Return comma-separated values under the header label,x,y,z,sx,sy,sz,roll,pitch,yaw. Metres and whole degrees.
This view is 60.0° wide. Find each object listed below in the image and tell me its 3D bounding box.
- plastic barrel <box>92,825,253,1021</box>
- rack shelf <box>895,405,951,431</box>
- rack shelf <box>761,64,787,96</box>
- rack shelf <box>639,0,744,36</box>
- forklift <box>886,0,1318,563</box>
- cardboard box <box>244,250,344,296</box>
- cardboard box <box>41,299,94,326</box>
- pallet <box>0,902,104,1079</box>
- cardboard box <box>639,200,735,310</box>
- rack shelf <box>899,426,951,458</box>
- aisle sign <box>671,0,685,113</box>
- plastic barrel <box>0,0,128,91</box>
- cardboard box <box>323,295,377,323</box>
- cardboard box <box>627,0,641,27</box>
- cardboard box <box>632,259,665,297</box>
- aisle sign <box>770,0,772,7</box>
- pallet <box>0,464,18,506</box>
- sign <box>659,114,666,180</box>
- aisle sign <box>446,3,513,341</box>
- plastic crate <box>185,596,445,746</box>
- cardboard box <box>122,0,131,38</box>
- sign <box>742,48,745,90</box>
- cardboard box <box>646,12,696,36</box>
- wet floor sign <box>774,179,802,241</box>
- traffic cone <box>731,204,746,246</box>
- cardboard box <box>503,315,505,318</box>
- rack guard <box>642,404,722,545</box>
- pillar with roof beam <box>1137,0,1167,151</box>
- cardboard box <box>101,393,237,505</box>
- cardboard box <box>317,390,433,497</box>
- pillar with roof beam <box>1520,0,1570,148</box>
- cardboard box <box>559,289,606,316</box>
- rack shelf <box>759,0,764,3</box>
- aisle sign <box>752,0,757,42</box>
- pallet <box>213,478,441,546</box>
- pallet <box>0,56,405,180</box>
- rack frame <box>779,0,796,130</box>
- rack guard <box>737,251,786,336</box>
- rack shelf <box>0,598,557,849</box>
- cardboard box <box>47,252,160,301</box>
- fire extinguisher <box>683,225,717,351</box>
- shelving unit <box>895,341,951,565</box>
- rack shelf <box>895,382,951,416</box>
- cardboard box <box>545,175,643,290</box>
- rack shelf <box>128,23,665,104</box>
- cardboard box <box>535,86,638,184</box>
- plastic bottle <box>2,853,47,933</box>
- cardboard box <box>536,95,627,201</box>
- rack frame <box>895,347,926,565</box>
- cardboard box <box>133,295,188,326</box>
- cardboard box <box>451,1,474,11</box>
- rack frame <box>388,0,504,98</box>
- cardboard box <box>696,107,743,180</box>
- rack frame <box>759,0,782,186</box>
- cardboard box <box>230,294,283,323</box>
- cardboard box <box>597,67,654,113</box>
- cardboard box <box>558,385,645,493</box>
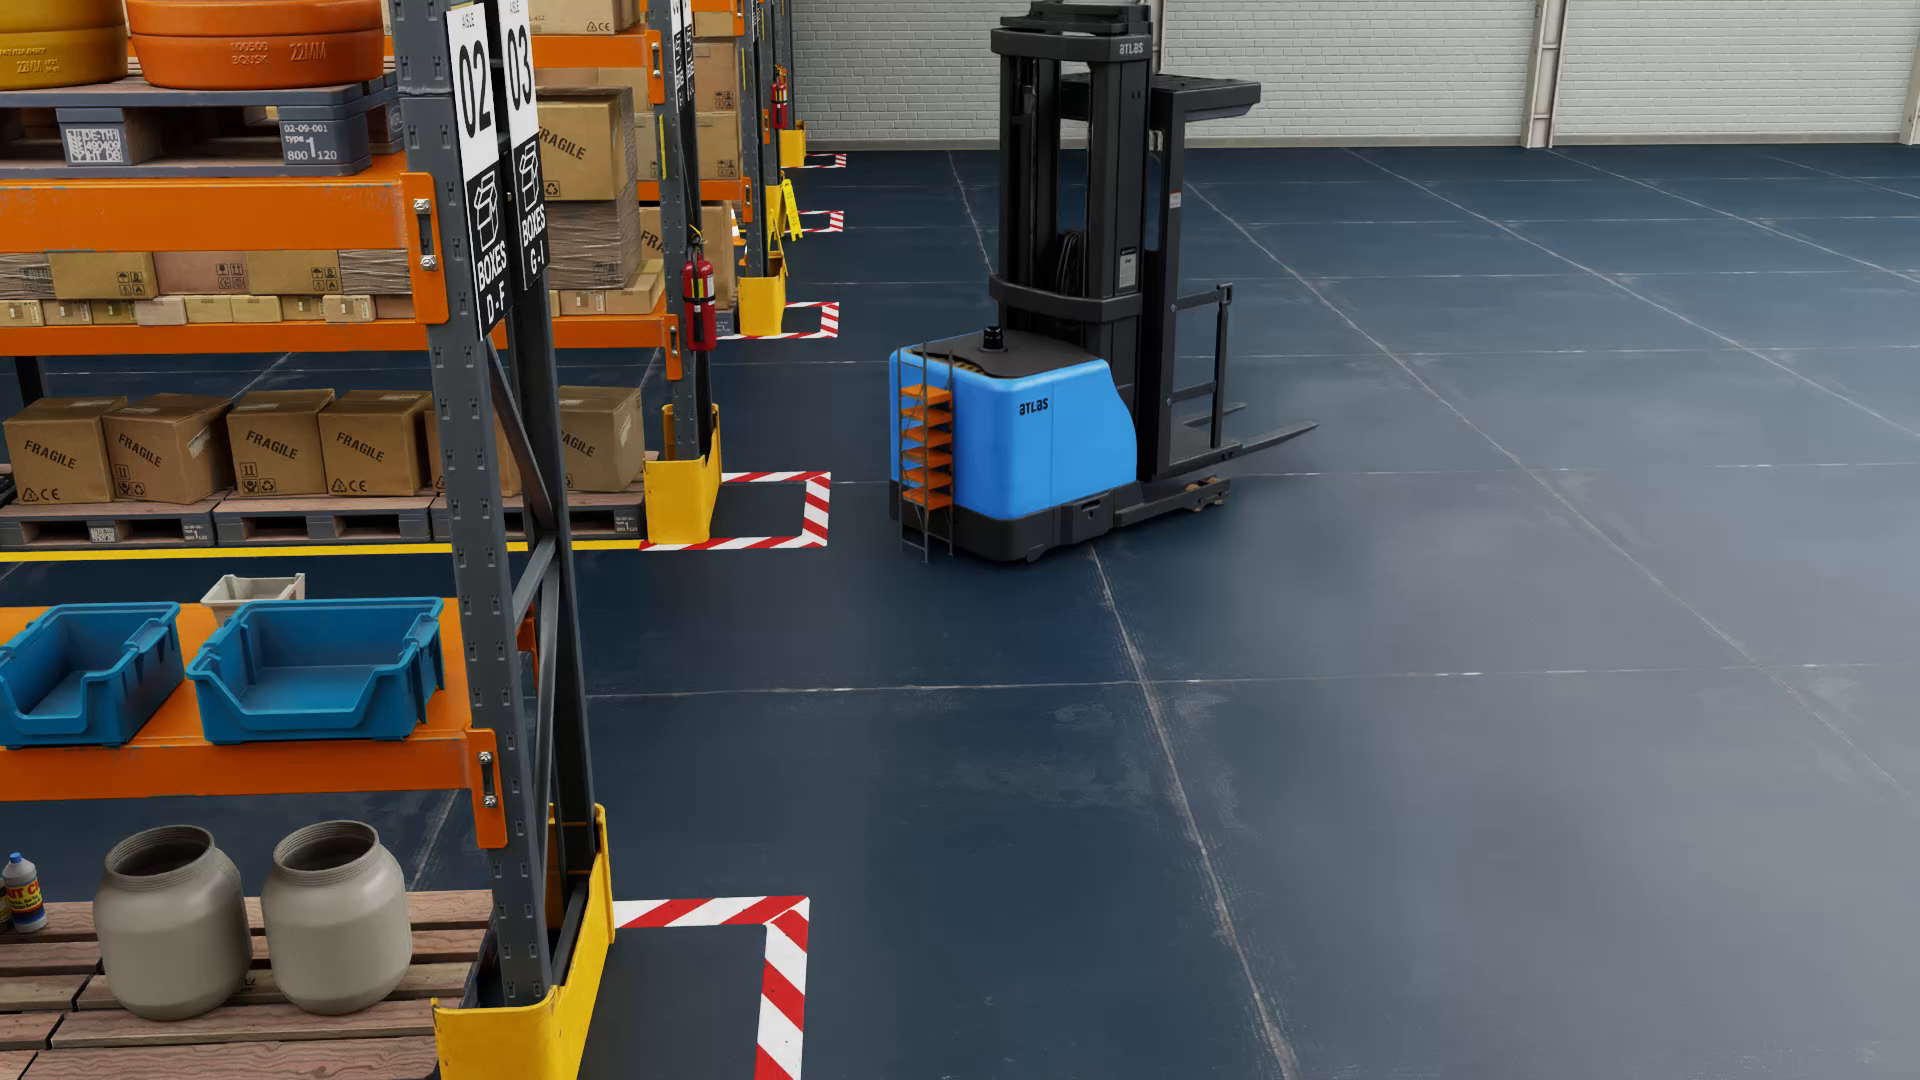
label,x,y,z,sx,sy,sz,roll,pitch,yaw
plastic barrel,-2.453,1.191,5.184,0.421,0.512,0.421,0,21,0
rack shelf,-0.203,-0.657,9.111,0.180,0.103,0.258,-17,27,-38
rack shelf,-4.432,-6.492,23.469,4.000,0.370,1.077,-1,21,-3
rack shelf,-3.761,-4.375,13.691,4.000,0.370,1.077,-1,21,-3
forklift,1.011,-1.661,9.863,3.031,2.935,1.130,-17,27,-38
cardboard box,-3.627,-1.717,9.355,0.500,0.500,0.875,-1,21,-3
cardboard box,-4.845,-1.300,9.173,0.250,0.149,0.380,-1,21,-3
pallet,-3.399,1.533,5.297,1.213,0.211,1.003,-1,21,-3
cardboard box,-2.438,-2.516,14.409,0.875,0.875,0.875,-1,21,-3
rack shelf,-0.203,-0.545,9.153,0.180,0.103,0.258,-17,27,-38
aisle sign,-1.503,-2.695,8.831,0.004,0.787,0.394,-1,21,-3
plastic barrel,-2.430,-1.444,4.128,0.600,0.588,0.600,0,21,0
cardboard box,-3.346,-1.321,9.229,0.250,0.149,0.380,-1,21,-3
cardboard box,-2.078,-3.000,9.279,0.500,0.250,0.500,-1,21,-1
cardboard box,-1.880,-1.547,9.822,0.250,0.149,0.380,-1,21,-3
aisle sign,-2.069,-6.219,18.087,0.004,0.787,0.394,-1,21,-3
pallet,-6.353,-0.185,9.810,1.213,0.211,1.003,-1,21,-3
sign,-1.570,-2.077,8.789,0.005,0.325,0.100,-1,21,-3
aisle sign,-1.211,-0.937,4.213,0.004,0.787,0.394,-1,21,-3
plastic crate,-1.782,0.360,4.670,0.616,0.251,0.499,-1,21,-3
cardboard box,-4.087,-2.773,8.685,0.500,0.250,0.500,-2,21,-5
sign,-1.747,-3.809,13.448,0.005,0.325,0.100,-1,21,-3
cardboard box,-3.151,-5.664,18.317,0.500,0.500,0.700,-1,21,-3
wet floor sign,-1.897,-3.630,18.247,0.232,0.644,0.267,6,22,16
traffic cone,-2.504,-3.454,18.042,0.334,0.463,0.336,-1,21,-3
cardboard box,-2.602,-1.361,9.334,0.250,0.149,0.380,-1,21,-3
rack guard,-1.658,-0.416,10.011,0.348,0.500,1.175,-1,21,-3
pillar with roof beam,3.054,-8.572,19.488,0.400,9.000,9.100,-1,21,-3
cardboard box,-4.603,-0.541,9.749,0.500,0.500,0.500,5,22,14
cardboard box,-3.427,-0.577,9.843,0.500,0.500,0.500,1,21,2
pillar with roof beam,9.045,-8.693,19.808,0.400,9.000,9.100,-1,21,-3
cardboard box,-2.105,-1.384,9.395,0.250,0.149,0.380,-1,21,-3
rack shelf,-4.145,-6.131,18.304,4.000,0.370,1.077,-1,21,-3
aisle sign,-1.676,-4.460,13.465,0.004,0.787,0.394,-1,21,-3
pallet,-3.686,-0.253,9.990,1.213,0.211,1.003,-1,21,-3
pallet,-2.131,-1.158,4.496,1.213,0.211,1.003,-1,21,-3
rack frame,-2.435,-6.869,23.448,0.127,3.000,1.000,-1,21,-3
rack guard,-1.740,-2.182,14.650,0.348,0.500,1.175,-1,21,-3
rack shelf,-3.296,0.550,4.970,4.000,0.370,1.077,-1,21,-3
cardboard box,-4.622,-1.675,9.246,0.500,0.500,0.875,-1,21,-3
fire extinguisher,-1.442,-1.388,9.160,0.183,0.674,0.296,-1,21,-3
shelving unit,-0.203,-0.474,9.180,0.189,1.200,0.258,-17,27,-38
rack shelf,-0.203,-0.769,9.068,0.180,0.103,0.258,-17,27,-38
cardboard box,-2.133,-1.770,9.496,0.500,0.500,0.875,-1,21,-3
rack shelf,-3.579,-2.611,9.058,4.000,0.370,1.077,-1,21,-3
cardboard box,-2.147,-2.324,9.547,0.500,0.500,0.500,-1,21,-3
plastic bottle,-3.127,1.169,5.550,0.097,0.271,0.097,0,21,0
cardboard box,-2.117,-2.140,9.062,0.500,0.500,0.500,-1,21,-3
rack frame,-0.272,-0.453,9.124,0.006,1.200,0.240,-17,27,-38
cardboard box,-4.344,-1.299,9.170,0.250,0.149,0.380,-1,21,-3
cardboard box,-2.547,-2.806,8.771,0.500,0.250,0.500,-1,21,-3
rack frame,-1.299,-2.630,3.882,0.127,3.000,1.000,-1,21,-3
cardboard box,-2.132,-3.396,14.115,0.550,0.550,0.875,-1,21,-3
rack frame,-2.148,-5.106,18.817,0.127,3.000,1.000,-1,21,-3
cardboard box,-3.847,-1.320,9.225,0.250,0.149,0.380,-1,21,-3
cardboard box,-2.681,-3.887,13.886,0.550,0.550,0.875,-1,21,-3
cardboard box,-2.207,-0.607,9.923,0.500,0.500,0.500,3,21,7
